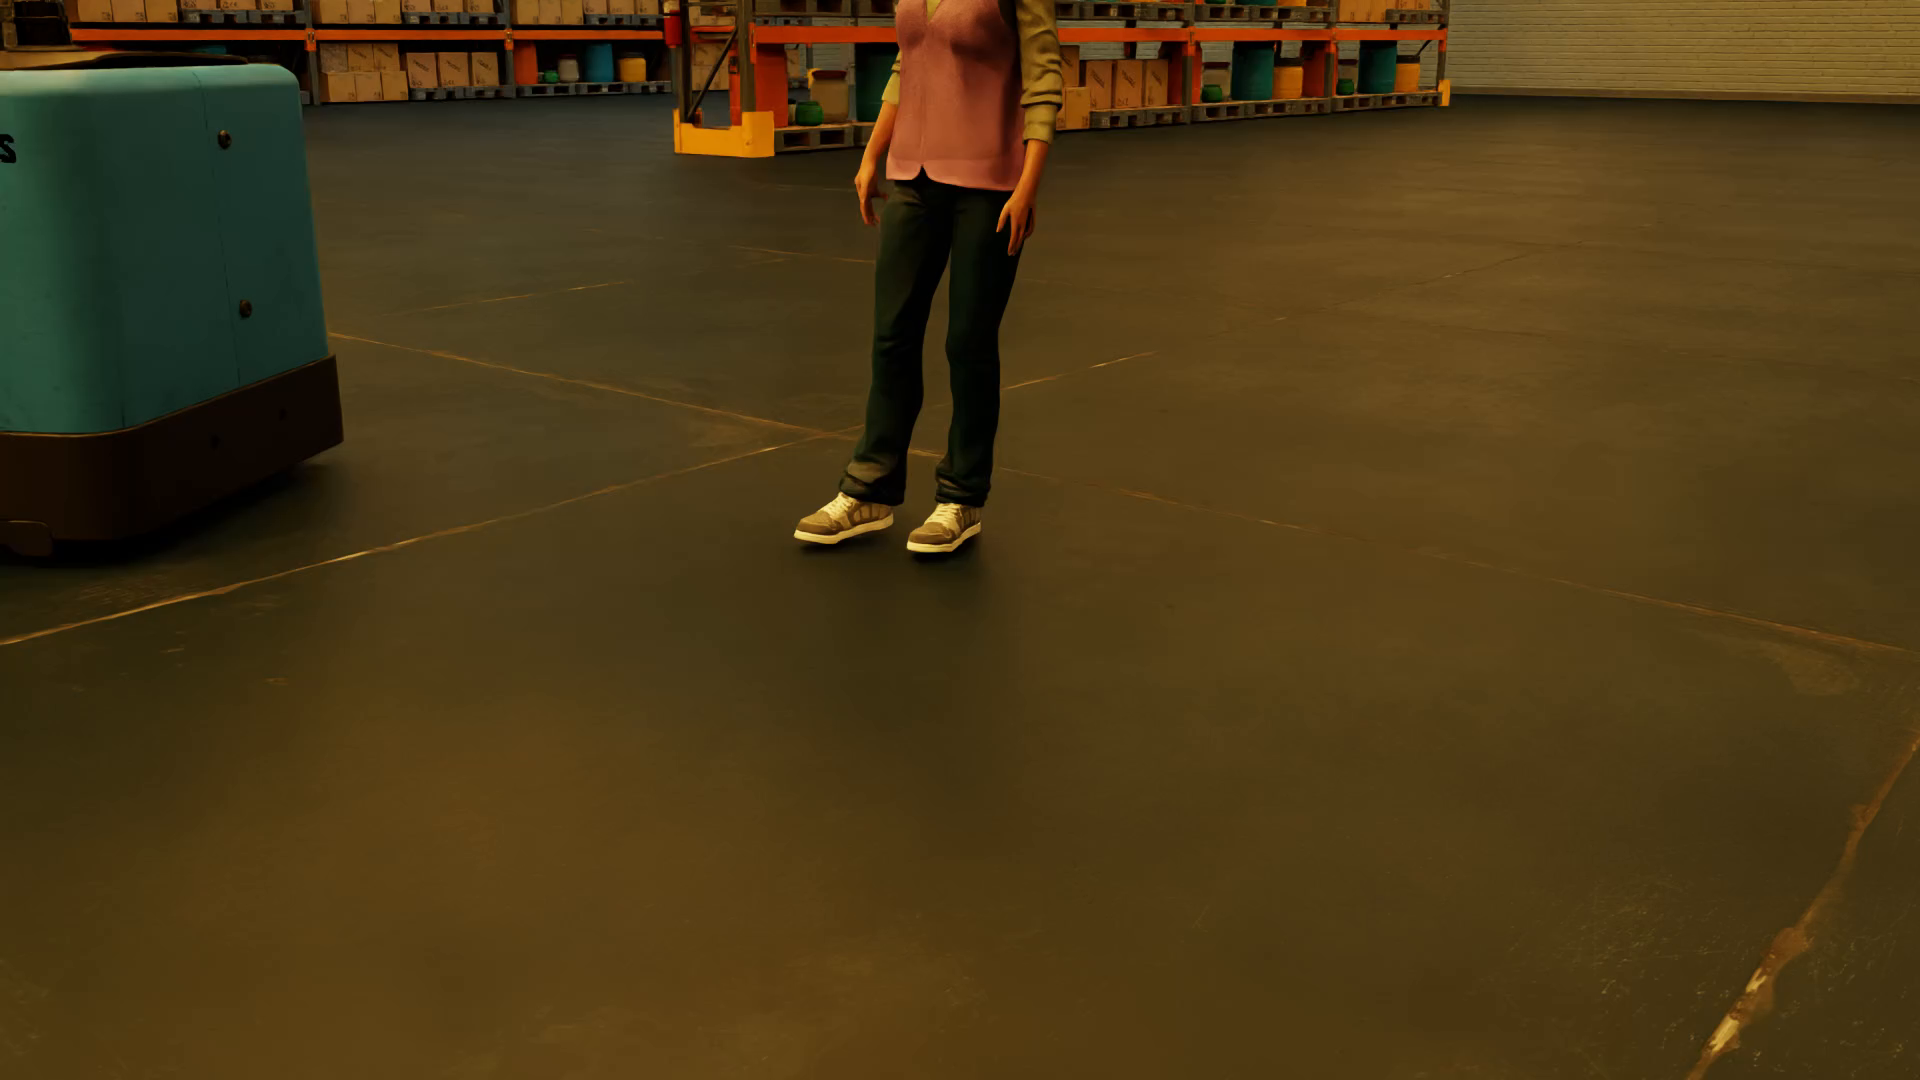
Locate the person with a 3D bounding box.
[{"bbox_3d":[-0.059,-0.757,3.661,0.520,1.599,0.473,13,21,37],"label":"person"}]

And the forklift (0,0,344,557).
[{"bbox_3d":[-3.261,-1.541,3.973,3.031,2.935,1.130,2,17,8],"label":"forklift"}]
